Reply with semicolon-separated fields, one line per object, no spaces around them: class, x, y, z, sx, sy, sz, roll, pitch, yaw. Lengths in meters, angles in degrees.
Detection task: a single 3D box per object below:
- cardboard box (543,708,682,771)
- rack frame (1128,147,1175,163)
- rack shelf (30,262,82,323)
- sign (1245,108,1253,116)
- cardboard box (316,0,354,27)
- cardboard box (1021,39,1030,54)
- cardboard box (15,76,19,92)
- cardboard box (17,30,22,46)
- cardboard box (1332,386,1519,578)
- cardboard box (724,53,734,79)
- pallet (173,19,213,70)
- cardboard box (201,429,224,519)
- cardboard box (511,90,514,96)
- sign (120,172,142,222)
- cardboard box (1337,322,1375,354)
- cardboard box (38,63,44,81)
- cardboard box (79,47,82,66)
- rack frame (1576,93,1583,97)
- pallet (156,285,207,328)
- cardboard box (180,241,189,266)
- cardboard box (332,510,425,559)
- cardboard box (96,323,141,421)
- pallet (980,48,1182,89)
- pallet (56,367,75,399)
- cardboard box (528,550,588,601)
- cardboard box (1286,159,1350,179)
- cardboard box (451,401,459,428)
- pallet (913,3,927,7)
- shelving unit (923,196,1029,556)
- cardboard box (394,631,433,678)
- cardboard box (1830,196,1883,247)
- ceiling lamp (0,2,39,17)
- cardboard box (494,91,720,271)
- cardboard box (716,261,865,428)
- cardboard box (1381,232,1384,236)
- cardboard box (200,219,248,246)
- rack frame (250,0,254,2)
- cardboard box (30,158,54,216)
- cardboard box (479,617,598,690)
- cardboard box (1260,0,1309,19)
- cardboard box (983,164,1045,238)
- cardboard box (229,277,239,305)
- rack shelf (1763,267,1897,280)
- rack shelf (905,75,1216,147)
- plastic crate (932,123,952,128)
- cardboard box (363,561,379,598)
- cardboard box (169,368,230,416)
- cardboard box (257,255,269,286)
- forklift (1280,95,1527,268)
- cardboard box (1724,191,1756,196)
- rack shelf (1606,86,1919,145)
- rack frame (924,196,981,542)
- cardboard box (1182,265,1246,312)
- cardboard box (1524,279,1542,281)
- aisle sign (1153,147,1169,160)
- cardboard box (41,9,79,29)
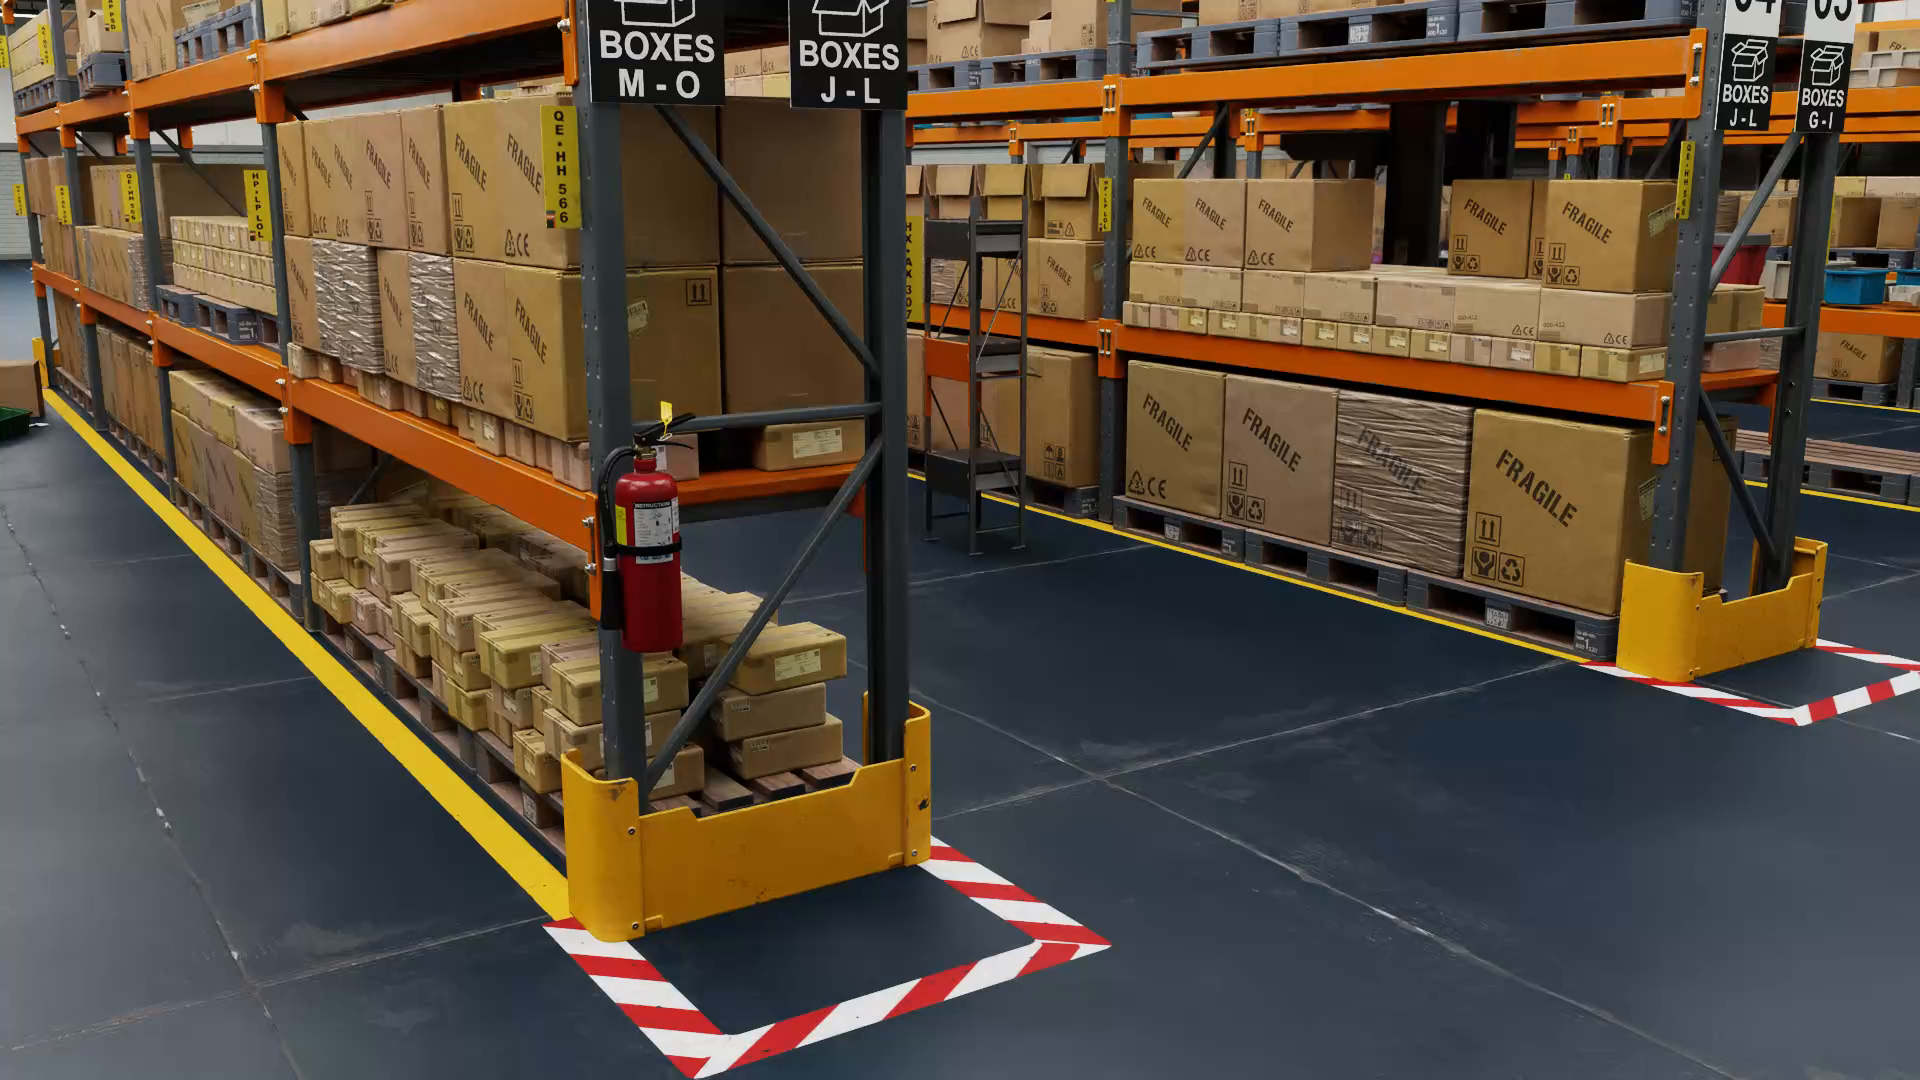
cardboard box;-1.142;0.627;5.468;0.380;0.149;0.250;-9;15;-34
rack frame;2.958;-4.942;25.938;1.000;3.000;0.127;-8;15;-33
rack shelf;-8.368;-2.494;16.427;1.077;0.370;4.000;-8;15;-33
sign;2.810;-4.281;16.141;0.100;0.325;0.005;-8;15;-33
cardboard box;-2.234;-2.162;6.558;0.500;0.250;0.500;-7;14;-30
cardboard box;0.657;-3.466;11.774;0.380;0.149;0.250;-9;15;-35
cardboard box;-9.411;-4.653;16.969;0.380;0.149;0.250;-8;15;-32
cardboard box;-8.994;-4.909;16.272;0.380;0.149;0.250;-8;15;-34
cardboard box;2.648;-0.358;8.967;0.875;0.875;0.875;-8;15;-33
cardboard box;-1.886;-4.341;14.764;0.500;0.500;0.500;-8;15;-32
pallet;-3.658;-2.747;9.319;1.213;0.211;1.003;-8;15;-33
cardboard box;-4.295;-0.426;10.158;0.500;0.500;0.500;-9;15;-34
cardboard box;-5.026;-5.193;19.481;0.380;0.149;0.250;-8;15;-34
sign;-5.504;-2.277;11.044;0.100;0.325;0.005;-8;15;-33
cardboard box;2.255;-1.098;8.949;0.380;0.149;0.250;-8;15;-32
cardboard box;-8.154;-4.249;15.120;0.380;0.149;0.250;-8;15;-33
cardboard box;-6.700;-3.806;13.094;0.380;0.149;0.250;-8;15;-33
rack frame;7.390;-6.450;18.791;1.000;3.000;0.127;-8;15;-33
pallet;-4.560;-1.570;10.970;1.213;0.211;1.003;-8;15;-33
cardboard box;-4.791;-1.848;10.700;0.380;0.149;0.250;-7;14;-30
cardboard box;-2.706;-0.028;7.766;0.380;0.149;0.250;-7;14;-30
cardboard box;-6.841;-1.496;14.463;1.050;0.750;0.750;-8;15;-33
pallet;0.808;-3.165;11.239;0.805;0.209;1.217;-9;15;-35
pallet;-8.968;-1.706;17.667;1.003;0.211;1.213;-8;15;-33
cardboard box;-1.584;0.143;6.983;0.380;0.149;0.250;-8;15;-33
cardboard box;4.923;-4.991;22.893;0.700;0.500;0.500;-8;15;-32
cardboard box;-1.668;-0.497;6.199;0.380;0.149;0.250;-9;15;-35
pallet;-0.112;-6.648;21.078;1.003;0.211;1.213;-8;15;-33
shelving unit;0.092;-0.996;10.003;0.431;2.100;0.503;-8;15;-33
cardboard box;-2.141;0.450;6.974;0.380;0.149;0.250;-9;15;-34
cardboard box;9.096;-3.287;17.155;0.700;0.500;0.500;-6;14;-24
ceiling lamp;-22.410;-13.646;38.033;2.000;3.185;0.800;-8;15;-33
cardboard box;-1.072;-1.090;5.053;0.500;0.500;0.500;-8;15;-34
cardboard box;-0.630;-0.662;5.437;0.500;0.500;0.500;-7;14;-30
cardboard box;5.814;-4.030;22.084;0.396;0.266;0.258;-9;15;-34
cardboard box;-4.368;-1.859;10.055;0.380;0.149;0.250;-7;14;-30
rack frame;-2.828;-3.997;7.577;1.000;3.000;0.127;-8;15;-33
cardboard box;-8.724;-3.528;16.597;0.875;0.550;0.550;-8;15;-33
cardboard box;-1.456;0.395;5.832;0.380;0.149;0.250;-8;15;-34
cardboard box;2.135;-3.176;9.390;0.700;0.500;0.500;-7;14;-30
cardboard box;0.626;-2.411;11.782;0.797;0.503;0.637;-8;15;-32
cardboard box;-3.937;-1.428;9.473;0.380;0.149;0.250;-7;14;-30
rack shelf;8.498;-2.812;17.883;1.077;0.370;4.000;-8;15;-33
rack shelf;0.249;-3.105;12.203;1.077;0.370;4.000;-8;15;-33
plastic crate;-0.178;-5.219;20.802;0.243;0.136;0.396;-8;15;-33
cardboard box;-2.513;0.151;7.642;0.380;0.149;0.250;-8;15;-33
cardboard box;-4.863;-0.977;10.921;0.500;0.250;0.500;-9;15;-35
cardboard box;-3.495;-1.433;8.802;0.380;0.149;0.250;-7;14;-30
forklift;2.803;-1.674;11.154;1.130;2.935;3.031;-9;15;-37
cardboard box;10.911;-4.548;22.875;0.700;0.500;0.500;-10;16;-38
rack shelf;6.589;-2.980;11.631;1.077;0.370;4.000;-8;15;-33
rack frame;-0.043;-1.040;10.201;0.400;2.100;0.015;-8;15;-33
cardboard box;1.671;-1.504;9.874;0.500;0.250;0.500;-8;15;-33
cardboard box;3.239;-1.205;8.507;0.500;0.250;0.500;-8;15;-33
aisle sign;3.166;-6.258;25.873;0.394;0.787;0.004;-8;15;-33
cardboard box;-7.728;-4.503;14.415;0.380;0.149;0.250;-8;15;-33
